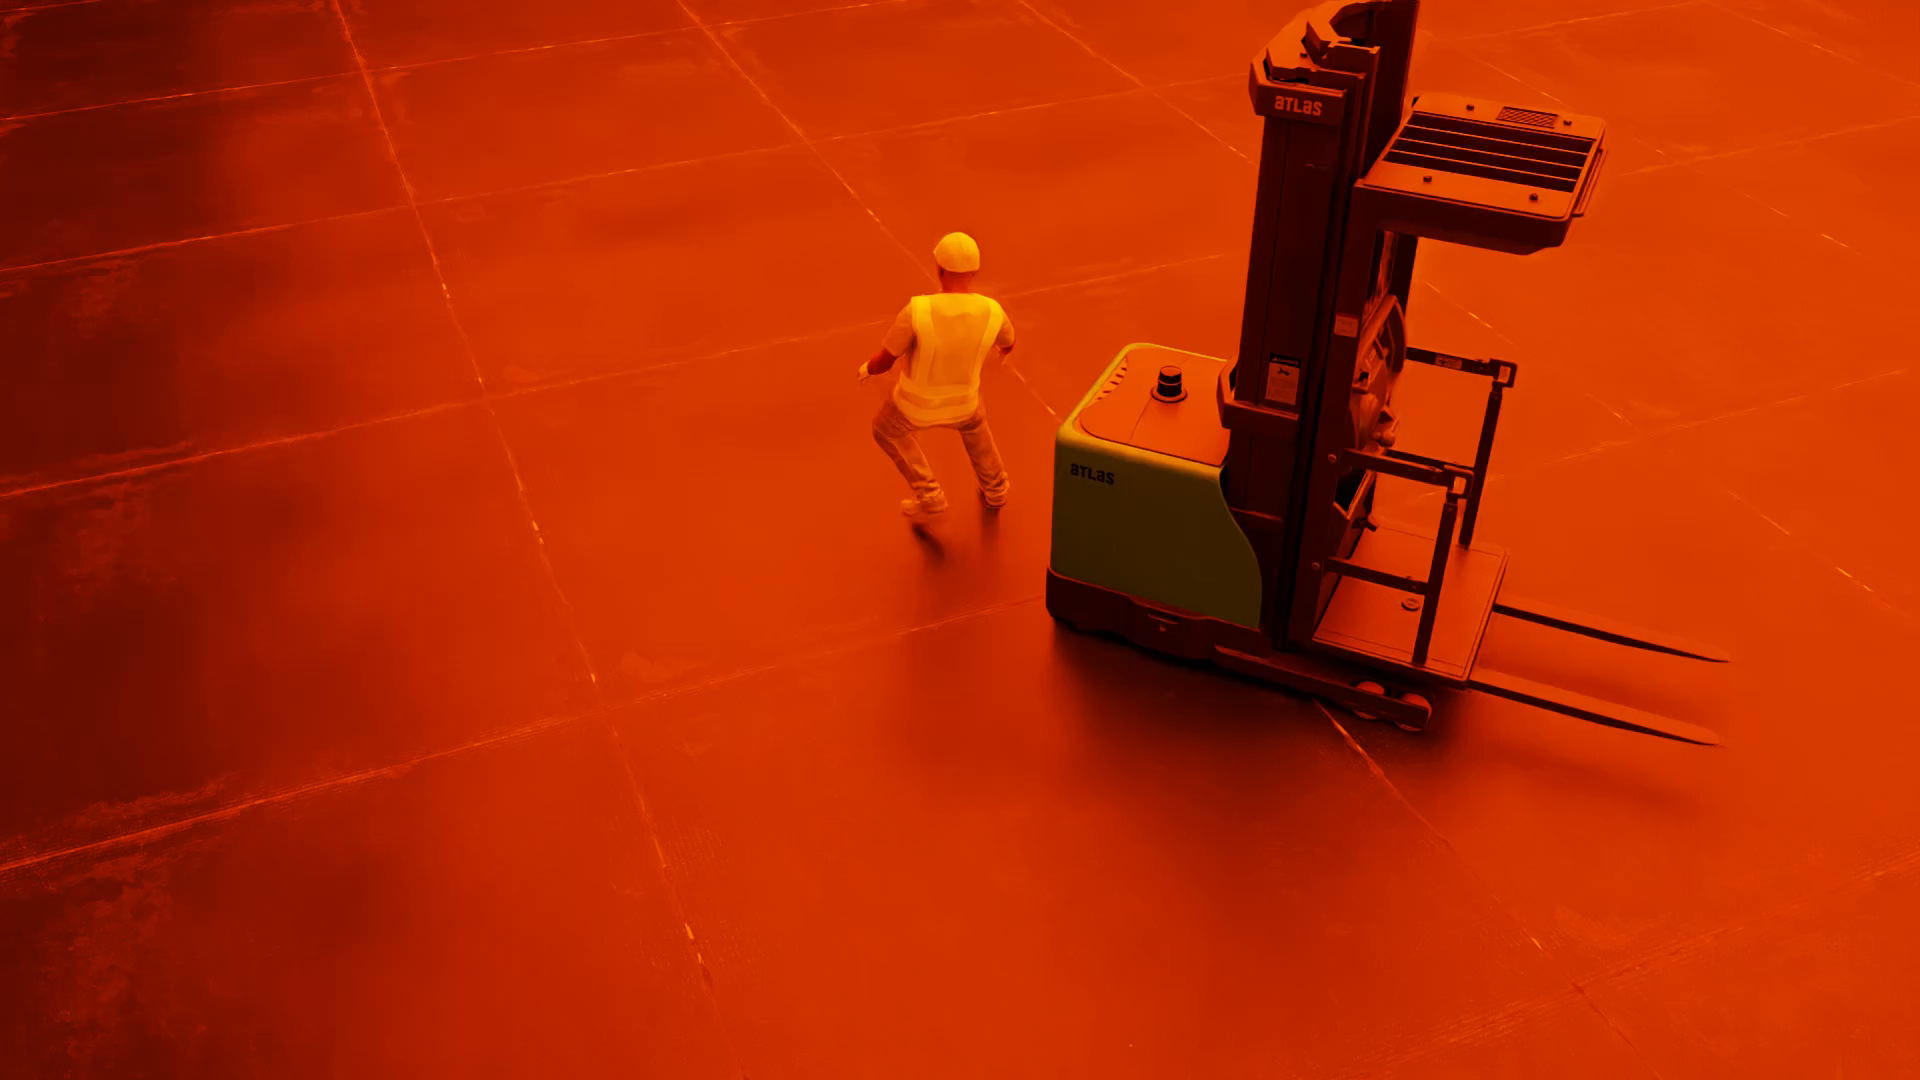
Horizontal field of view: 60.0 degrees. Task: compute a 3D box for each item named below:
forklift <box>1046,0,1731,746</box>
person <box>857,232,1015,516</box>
[{"bbox_3d":[1.973,-0.694,7.074,3.031,2.935,1.130,15,38,20],"label":"forklift"},{"bbox_3d":[-0.070,-0.804,8.330,0.864,1.663,0.610,-12,37,-16],"label":"person"}]
